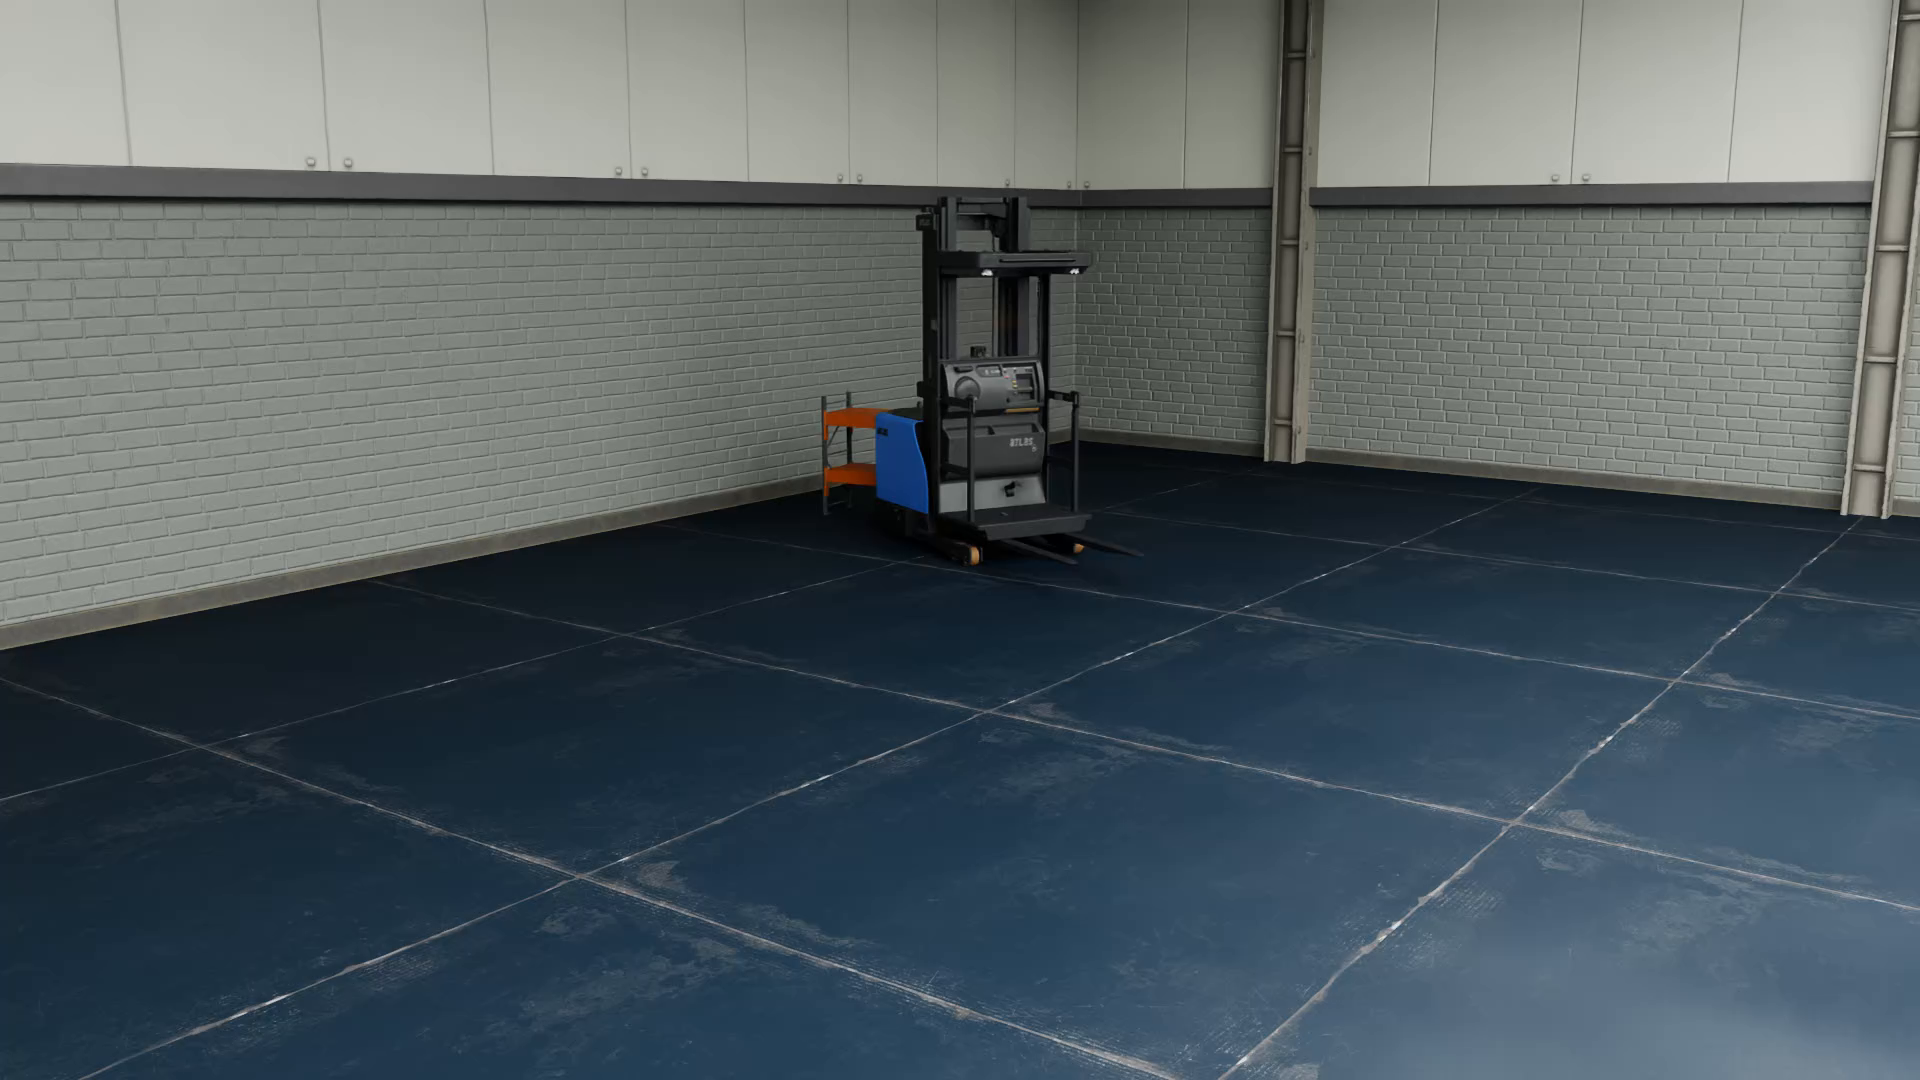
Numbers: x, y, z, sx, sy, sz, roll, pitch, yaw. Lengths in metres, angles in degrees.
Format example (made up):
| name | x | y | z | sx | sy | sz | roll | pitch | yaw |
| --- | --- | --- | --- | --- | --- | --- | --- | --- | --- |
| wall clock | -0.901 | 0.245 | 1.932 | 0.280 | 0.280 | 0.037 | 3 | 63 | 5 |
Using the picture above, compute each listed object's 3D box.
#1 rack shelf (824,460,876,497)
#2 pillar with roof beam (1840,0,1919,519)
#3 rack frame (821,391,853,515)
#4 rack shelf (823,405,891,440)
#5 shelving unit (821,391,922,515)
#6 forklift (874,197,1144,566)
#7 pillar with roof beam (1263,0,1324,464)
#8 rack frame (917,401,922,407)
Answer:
| name | x | y | z | sx | sy | sz | roll | pitch | yaw |
| --- | --- | --- | --- | --- | --- | --- | --- | --- | --- |
| rack shelf | -0.719 | -0.549 | 15.693 | 1.000 | 0.278 | 0.538 | 5 | 12 | 26 |
| pillar with roof beam | 6.052 | -4.002 | 11.524 | 0.400 | 9.000 | 9.100 | 8 | 13 | 36 |
| rack frame | -1.173 | -0.833 | 15.872 | 0.032 | 1.125 | 0.500 | 5 | 12 | 26 |
| rack shelf | -0.719 | -1.076 | 15.591 | 1.000 | 0.278 | 0.538 | 5 | 12 | 26 |
| shelving unit | -0.719 | -0.789 | 15.647 | 1.048 | 1.125 | 0.538 | 5 | 12 | 26 |
| forklift | 0.389 | -1.324 | 13.659 | 1.130 | 2.935 | 3.031 | -6 | 12 | -29 |
| pillar with roof beam | 1.216 | -4.676 | 15.010 | 0.400 | 9.000 | 9.100 | 8 | 13 | 36 |
| rack frame | -0.265 | -0.746 | 15.422 | 0.032 | 1.125 | 0.500 | 5 | 12 | 26 |
